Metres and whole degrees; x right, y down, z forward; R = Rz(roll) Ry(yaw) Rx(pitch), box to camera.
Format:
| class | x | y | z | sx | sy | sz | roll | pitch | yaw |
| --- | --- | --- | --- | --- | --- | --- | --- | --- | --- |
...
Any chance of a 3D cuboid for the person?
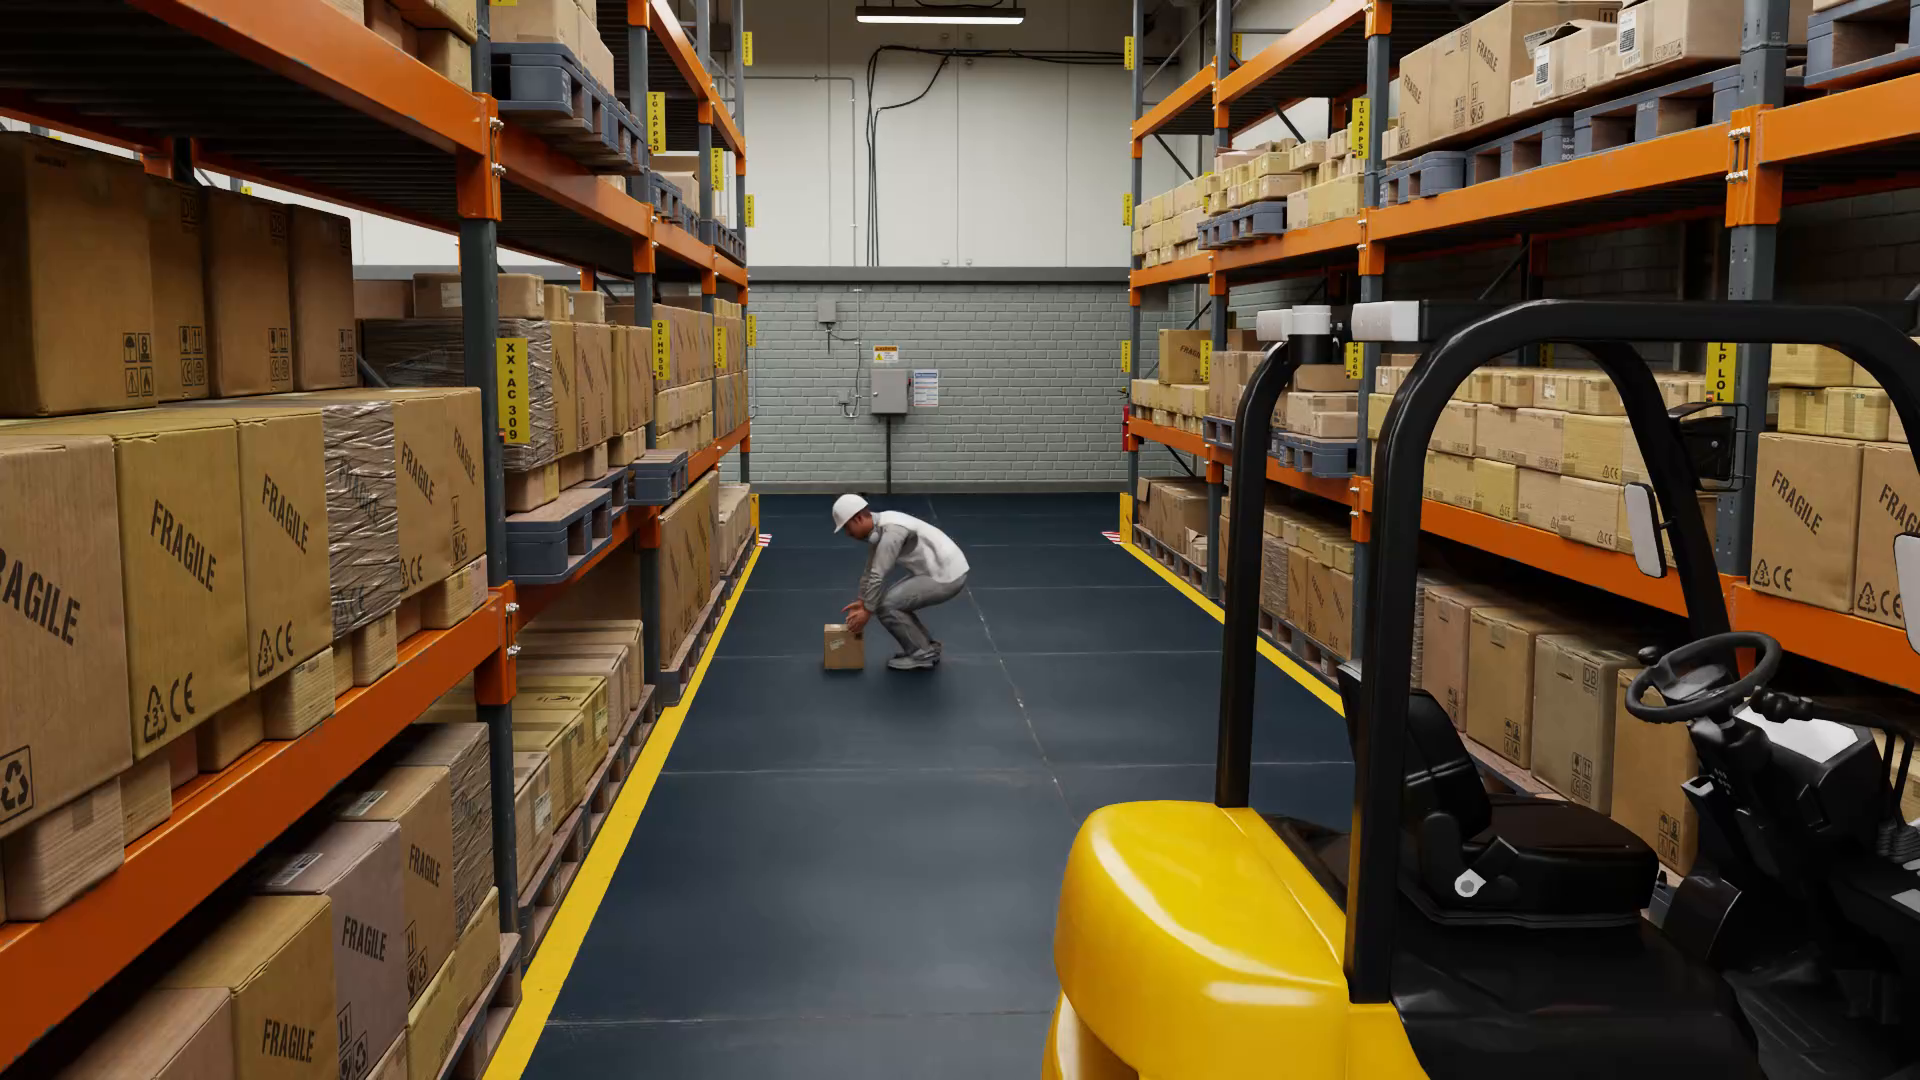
| class | x | y | z | sx | sy | sz | roll | pitch | yaw |
| --- | --- | --- | --- | --- | --- | --- | --- | --- | --- |
| person | -0.379 | 0.259 | 10.702 | 0.876 | 1.126 | 0.558 | 0 | 7 | -4 |
